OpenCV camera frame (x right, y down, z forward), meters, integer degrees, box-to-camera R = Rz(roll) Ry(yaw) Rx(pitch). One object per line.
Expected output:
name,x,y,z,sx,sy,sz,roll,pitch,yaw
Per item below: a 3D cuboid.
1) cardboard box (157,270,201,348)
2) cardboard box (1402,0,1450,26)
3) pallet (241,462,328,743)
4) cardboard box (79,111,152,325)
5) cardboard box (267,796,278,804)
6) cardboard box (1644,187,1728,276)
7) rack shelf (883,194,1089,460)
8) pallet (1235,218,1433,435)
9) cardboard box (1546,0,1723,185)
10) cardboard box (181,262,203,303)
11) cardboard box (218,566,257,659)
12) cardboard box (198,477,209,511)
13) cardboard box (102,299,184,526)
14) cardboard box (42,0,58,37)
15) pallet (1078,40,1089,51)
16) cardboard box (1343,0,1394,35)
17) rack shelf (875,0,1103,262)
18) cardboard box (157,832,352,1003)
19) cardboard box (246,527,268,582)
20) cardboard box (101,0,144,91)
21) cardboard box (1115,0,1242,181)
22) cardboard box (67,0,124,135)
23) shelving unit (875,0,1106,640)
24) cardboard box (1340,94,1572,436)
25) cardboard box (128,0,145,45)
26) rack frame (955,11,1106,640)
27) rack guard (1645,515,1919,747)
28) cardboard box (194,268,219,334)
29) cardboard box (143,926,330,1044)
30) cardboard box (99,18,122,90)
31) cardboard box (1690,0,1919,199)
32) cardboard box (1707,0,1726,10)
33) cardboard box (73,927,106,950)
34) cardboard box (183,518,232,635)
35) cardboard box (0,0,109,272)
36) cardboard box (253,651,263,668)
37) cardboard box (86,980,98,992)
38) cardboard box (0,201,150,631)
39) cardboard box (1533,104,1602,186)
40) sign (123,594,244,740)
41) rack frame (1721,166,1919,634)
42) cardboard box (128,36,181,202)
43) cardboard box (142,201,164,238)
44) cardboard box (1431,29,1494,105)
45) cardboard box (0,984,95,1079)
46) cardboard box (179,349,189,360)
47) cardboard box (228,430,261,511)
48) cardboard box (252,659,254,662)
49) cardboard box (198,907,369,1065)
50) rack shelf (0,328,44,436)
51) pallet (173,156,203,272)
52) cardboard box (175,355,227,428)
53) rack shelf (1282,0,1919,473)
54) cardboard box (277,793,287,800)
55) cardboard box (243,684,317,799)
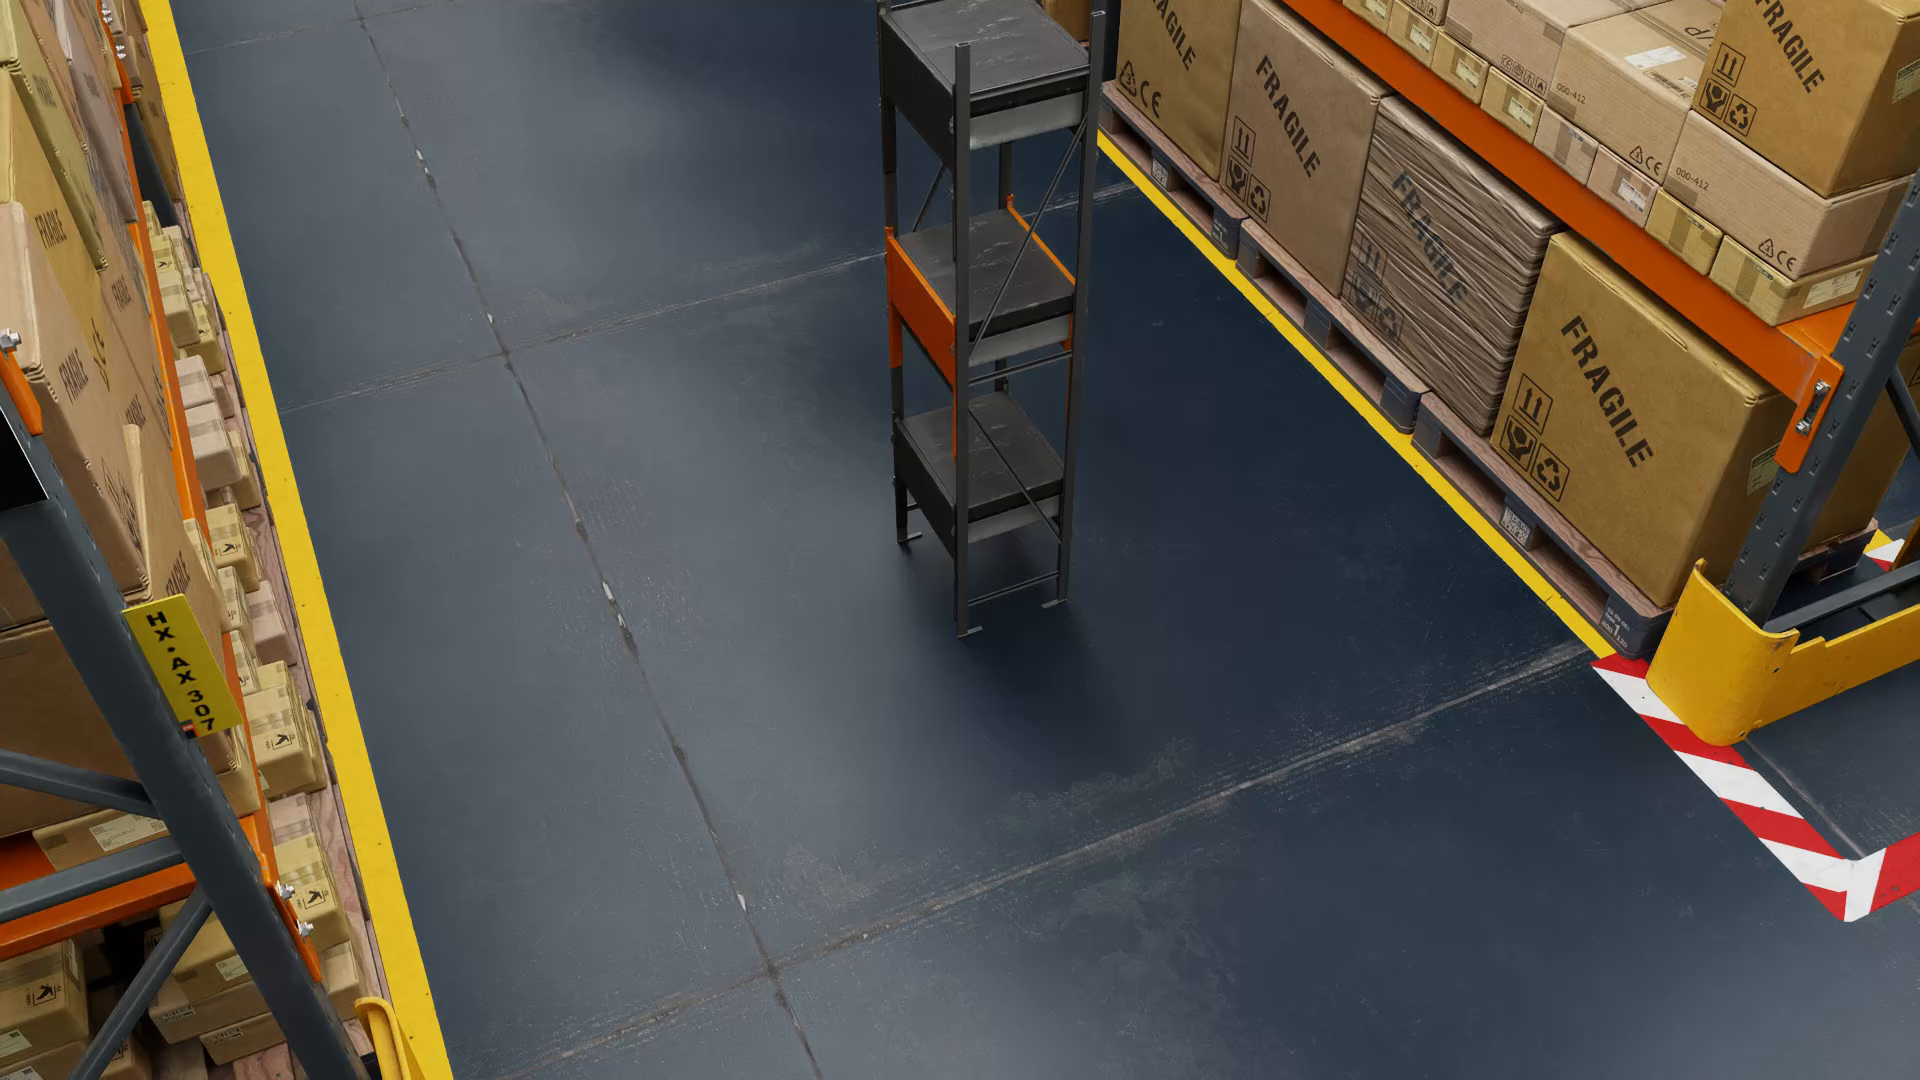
cardboard box,-2.830,-0.752,5.684,0.380,0.149,0.250,-18,48,-18
cardboard box,1.660,-1.976,5.512,0.500,0.250,0.500,-18,47,-17
pallet,-2.639,0.325,5.270,1.003,0.211,1.213,-18,47,-17
cardboard box,-2.389,-0.796,4.138,0.500,0.500,0.500,-19,48,-18
cardboard box,-2.023,0.714,4.409,0.380,0.149,0.250,-17,47,-17
cardboard box,2.195,-0.920,4.726,0.380,0.149,0.250,-18,47,-17
rack shelf,0.070,-0.632,4.915,0.431,0.518,0.480,-18,47,-17
pallet,1.838,-0.985,6.598,1.003,0.211,1.213,-18,47,-17
cardboard box,2.097,-1.321,4.848,0.500,0.250,0.500,-19,48,-18
cardboard box,-2.925,-0.828,5.973,0.380,0.149,0.250,-20,48,-19
cardboard box,-2.203,0.253,4.665,0.380,0.149,0.250,-16,47,-16
cardboard box,-2.465,-0.060,4.982,0.380,0.149,0.250,-18,47,-17
cardboard box,-1.975,-0.157,3.490,0.500,0.500,0.500,-18,47,-17
cardboard box,-2.603,-1.483,4.122,0.500,0.500,0.500,-17,47,-16
pallet,0.679,-2.741,8.377,1.003,0.211,1.213,-18,47,-17
cardboard box,1.552,-1.895,5.713,0.380,0.149,0.250,-19,48,-19
rack shelf,0.070,-1.130,4.424,0.431,0.518,0.480,-18,47,-17
cardboard box,-1.701,0.905,4.004,0.380,0.149,0.250,-20,48,-19
cardboard box,-2.381,0.141,5.202,0.380,0.149,0.250,-18,47,-17
cardboard box,-3.542,-1.939,6.526,0.500,0.250,0.500,-20,48,-19
cardboard box,1.277,-2.213,7.071,0.875,0.875,0.875,-18,47,-17
cardboard box,-2.794,-1.449,4.800,0.500,0.500,0.500,-19,48,-18
shelving unit,0.070,-0.642,4.906,0.431,2.100,0.503,-18,47,-17
cardboard box,2.030,-1.072,5.914,0.875,0.875,0.875,-18,47,-17
cardboard box,-3.997,-2.339,7.465,0.500,0.500,0.500,-17,47,-17
rack frame,0.172,-0.486,4.748,0.400,2.100,0.015,-18,47,-17
rack guard,2.764,0.190,5.201,1.175,0.500,0.348,-18,47,-17
cardboard box,-2.997,-0.849,6.205,0.380,0.149,0.250,-17,47,-17
cardboard box,-1.776,1.035,4.084,0.380,0.149,0.250,-16,47,-16
cardboard box,-2.931,-1.529,5.343,0.380,0.149,0.250,-19,48,-18
cardboard box,2.311,-1.267,4.259,0.500,0.500,0.500,-17,47,-17
cardboard box,2.573,-1.482,5.011,0.500,0.250,0.500,-19,48,-18
cardboard box,-2.295,0.900,4.010,0.380,0.149,0.250,-17,47,-17
cardboard box,-1.837,0.135,3.657,0.380,0.149,0.250,-19,48,-19
cardboard box,-2.153,-0.834,3.465,0.500,0.500,0.500,-19,48,-18
cardboard box,-2.215,0.494,4.844,0.380,0.149,0.250,-18,47,-17
cardboard box,-2.399,1.143,4.186,0.380,0.149,0.250,-17,47,-16
cardboard box,-1.737,-0.176,2.798,0.500,0.500,0.500,-18,47,-18
cardboard box,1.986,-1.240,5.050,0.380,0.149,0.250,-17,47,-17
sign,-1.296,0.217,2.778,0.100,0.325,0.005,-18,47,-17
rack frame,2.754,-0.715,4.339,1.000,3.000,0.127,-18,47,-17
cardboard box,-3.541,-1.672,6.790,0.500,0.500,0.500,-16,47,-16
cardboard box,-3.085,-1.060,5.996,0.380,0.149,0.250,-17,47,-16
cardboard box,1.765,-1.570,5.385,0.380,0.149,0.250,-18,47,-17
cardboard box,-2.270,1.193,3.924,0.380,0.149,0.250,-19,48,-18
cardboard box,-2.779,-0.474,5.614,0.380,0.149,0.250,-18,47,-17
cardboard box,-2.561,-0.189,5.537,0.380,0.149,0.250,-18,47,-17
cardboard box,-2.230,0.378,4.750,0.380,0.149,0.250,-20,48,-19
cardboard box,-1.718,1.123,4.207,0.380,0.149,0.250,-17,47,-17
rack shelf,-2.630,-1.400,3.410,1.077,0.370,4.000,-18,47,-17
pallet,-3.799,-1.366,6.985,1.003,0.211,1.213,-18,47,-17
cardboard box,-2.594,-0.419,5.346,0.380,0.149,0.250,-20,48,-19
rack shelf,1.913,-1.733,5.883,1.077,0.370,4.000,-18,47,-17
cardboard box,-2.013,0.824,4.510,0.380,0.149,0.250,-18,47,-17
cardboard box,-1.915,0.567,4.347,0.380,0.149,0.250,-18,47,-18
